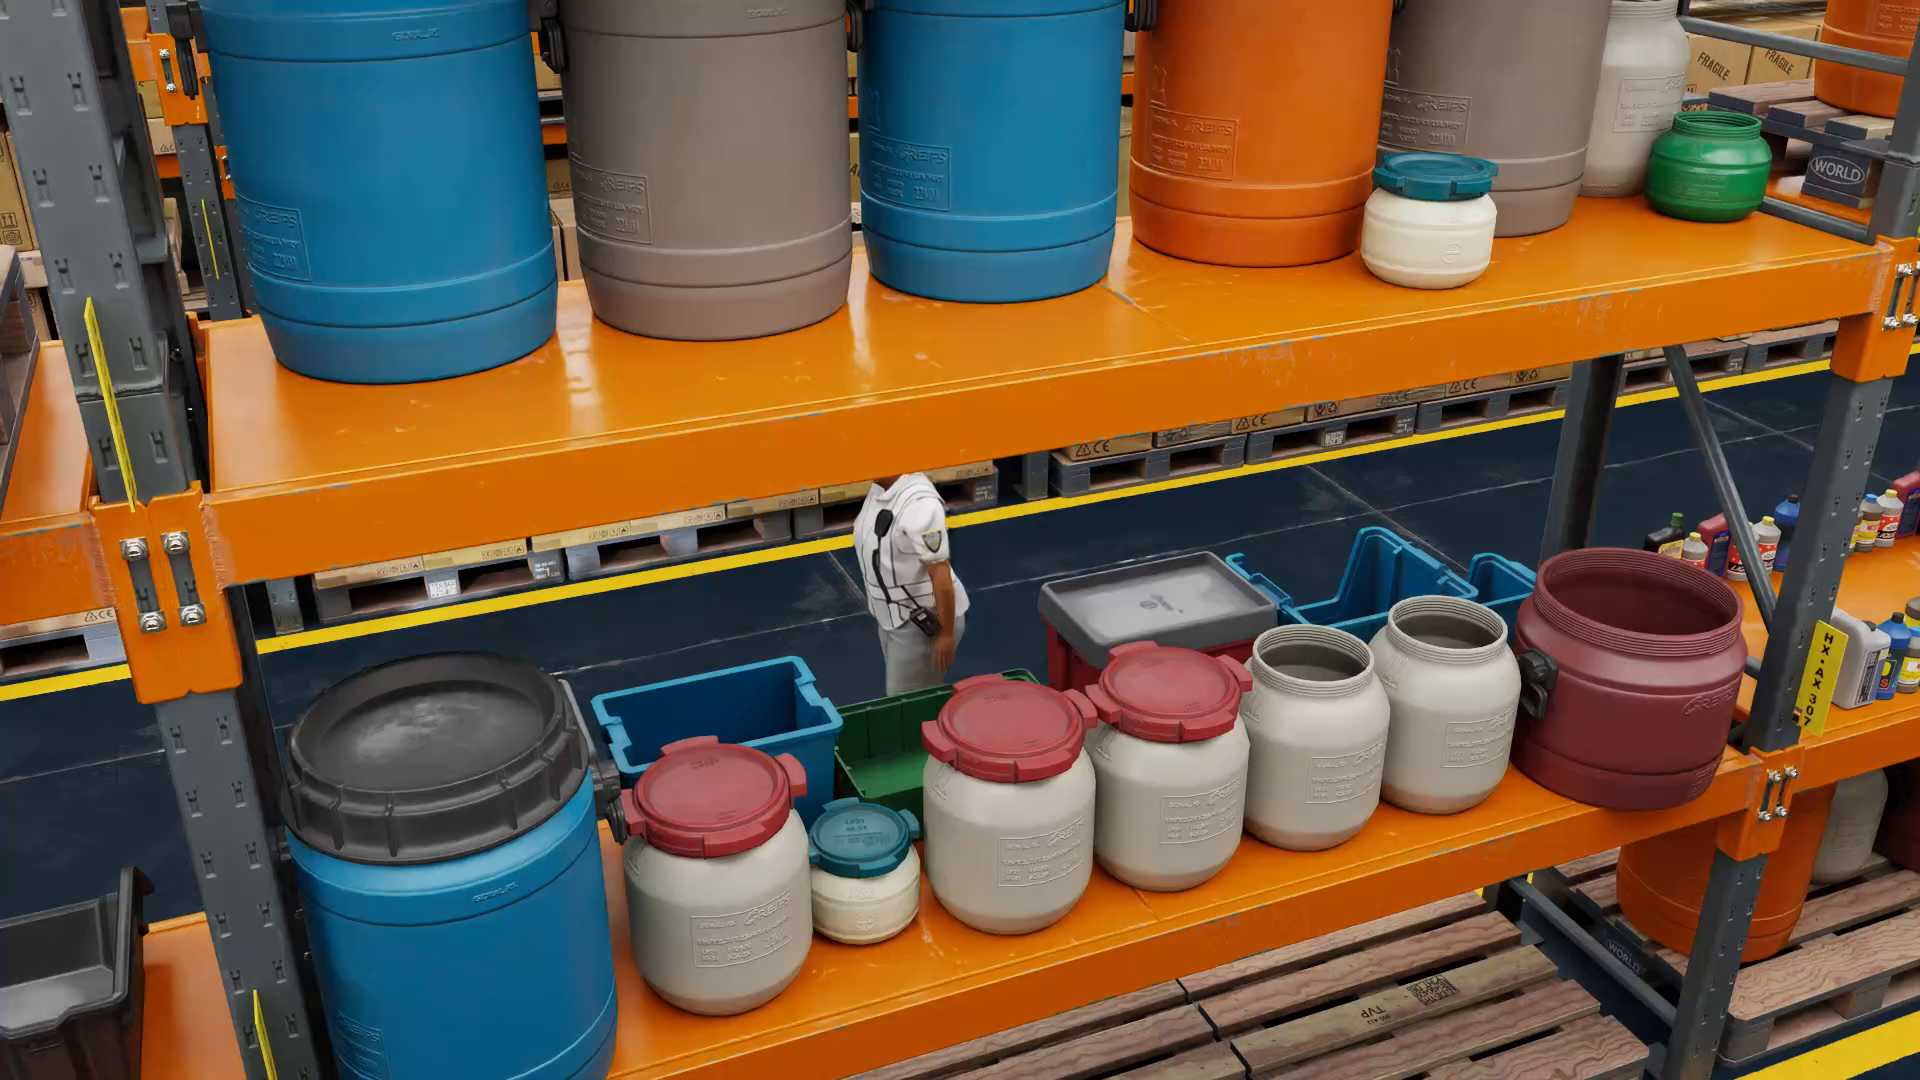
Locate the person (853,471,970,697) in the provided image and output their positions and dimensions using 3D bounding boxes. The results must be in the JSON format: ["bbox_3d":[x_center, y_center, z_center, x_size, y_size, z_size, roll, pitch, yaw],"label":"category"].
[{"bbox_3d":[-0.142,0.298,6.497,0.565,1.658,0.554,-9,28,-18],"label":"person"}]
